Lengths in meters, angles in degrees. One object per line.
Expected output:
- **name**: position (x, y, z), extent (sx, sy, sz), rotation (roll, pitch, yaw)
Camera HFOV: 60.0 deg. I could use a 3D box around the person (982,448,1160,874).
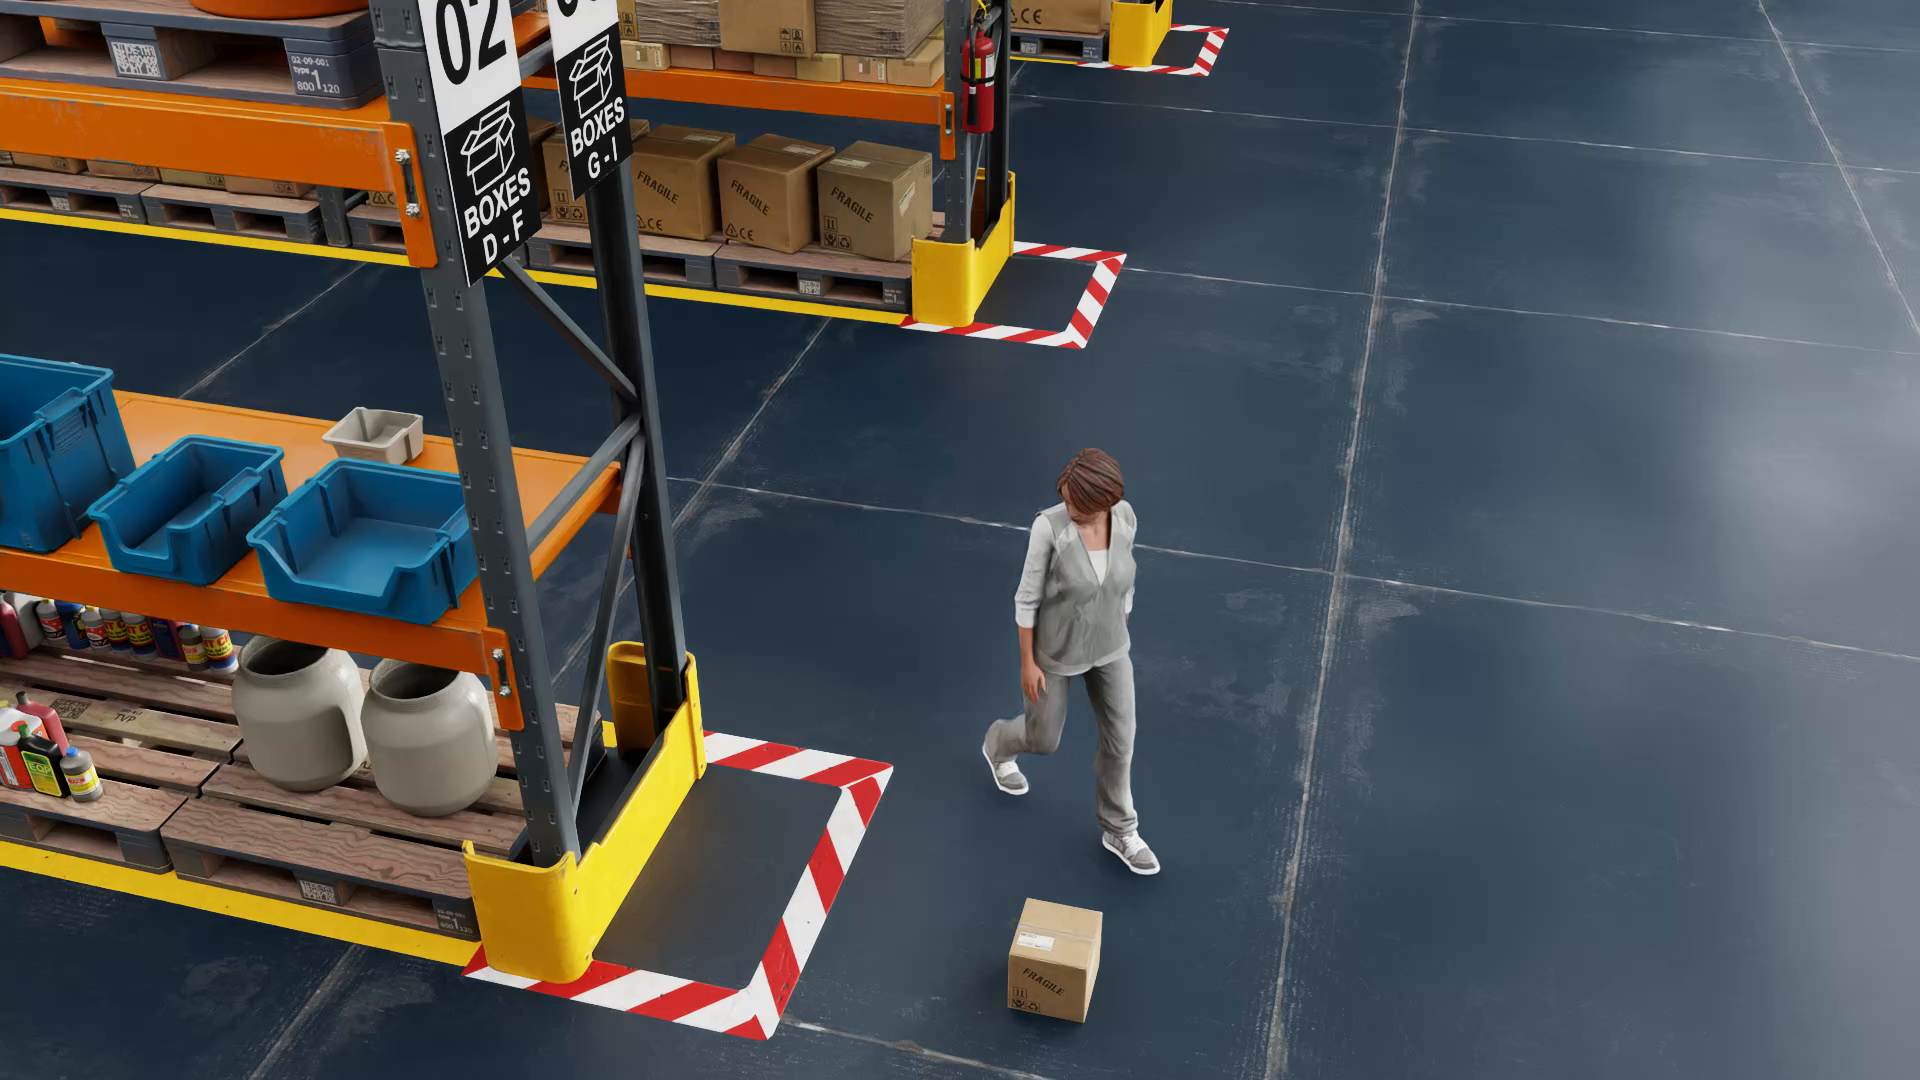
- **person**: position (0.390, 0.369, 5.575), extent (0.441, 1.557, 0.749), rotation (-13, 35, -19)
